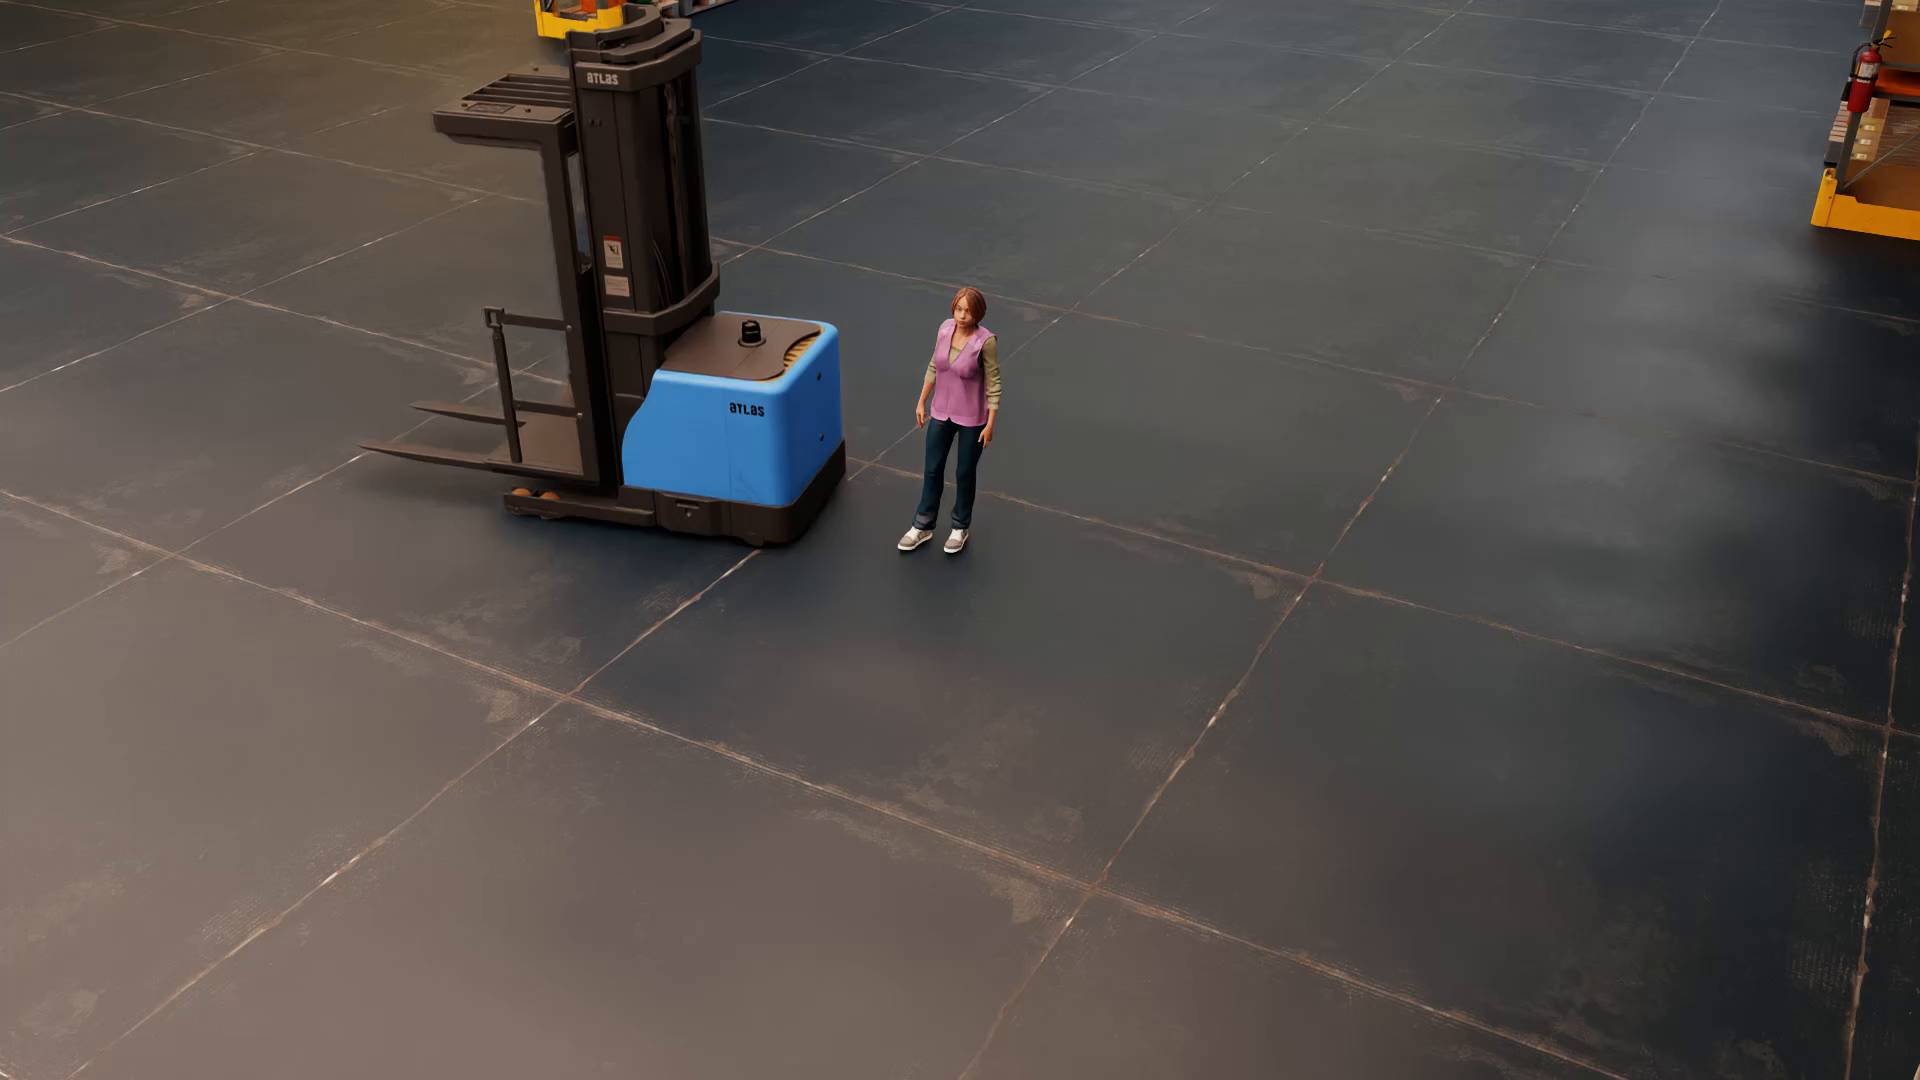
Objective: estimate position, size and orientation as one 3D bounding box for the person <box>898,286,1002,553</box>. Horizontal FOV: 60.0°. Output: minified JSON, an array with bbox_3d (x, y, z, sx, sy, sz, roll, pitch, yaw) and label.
[{"bbox_3d":[-0.048,-0.669,9.550,0.520,1.597,0.476,15,33,25],"label":"person"}]

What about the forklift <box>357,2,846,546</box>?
[{"bbox_3d":[-2.303,-1.637,9.907,3.031,2.935,1.130,8,31,14],"label":"forklift"}]
